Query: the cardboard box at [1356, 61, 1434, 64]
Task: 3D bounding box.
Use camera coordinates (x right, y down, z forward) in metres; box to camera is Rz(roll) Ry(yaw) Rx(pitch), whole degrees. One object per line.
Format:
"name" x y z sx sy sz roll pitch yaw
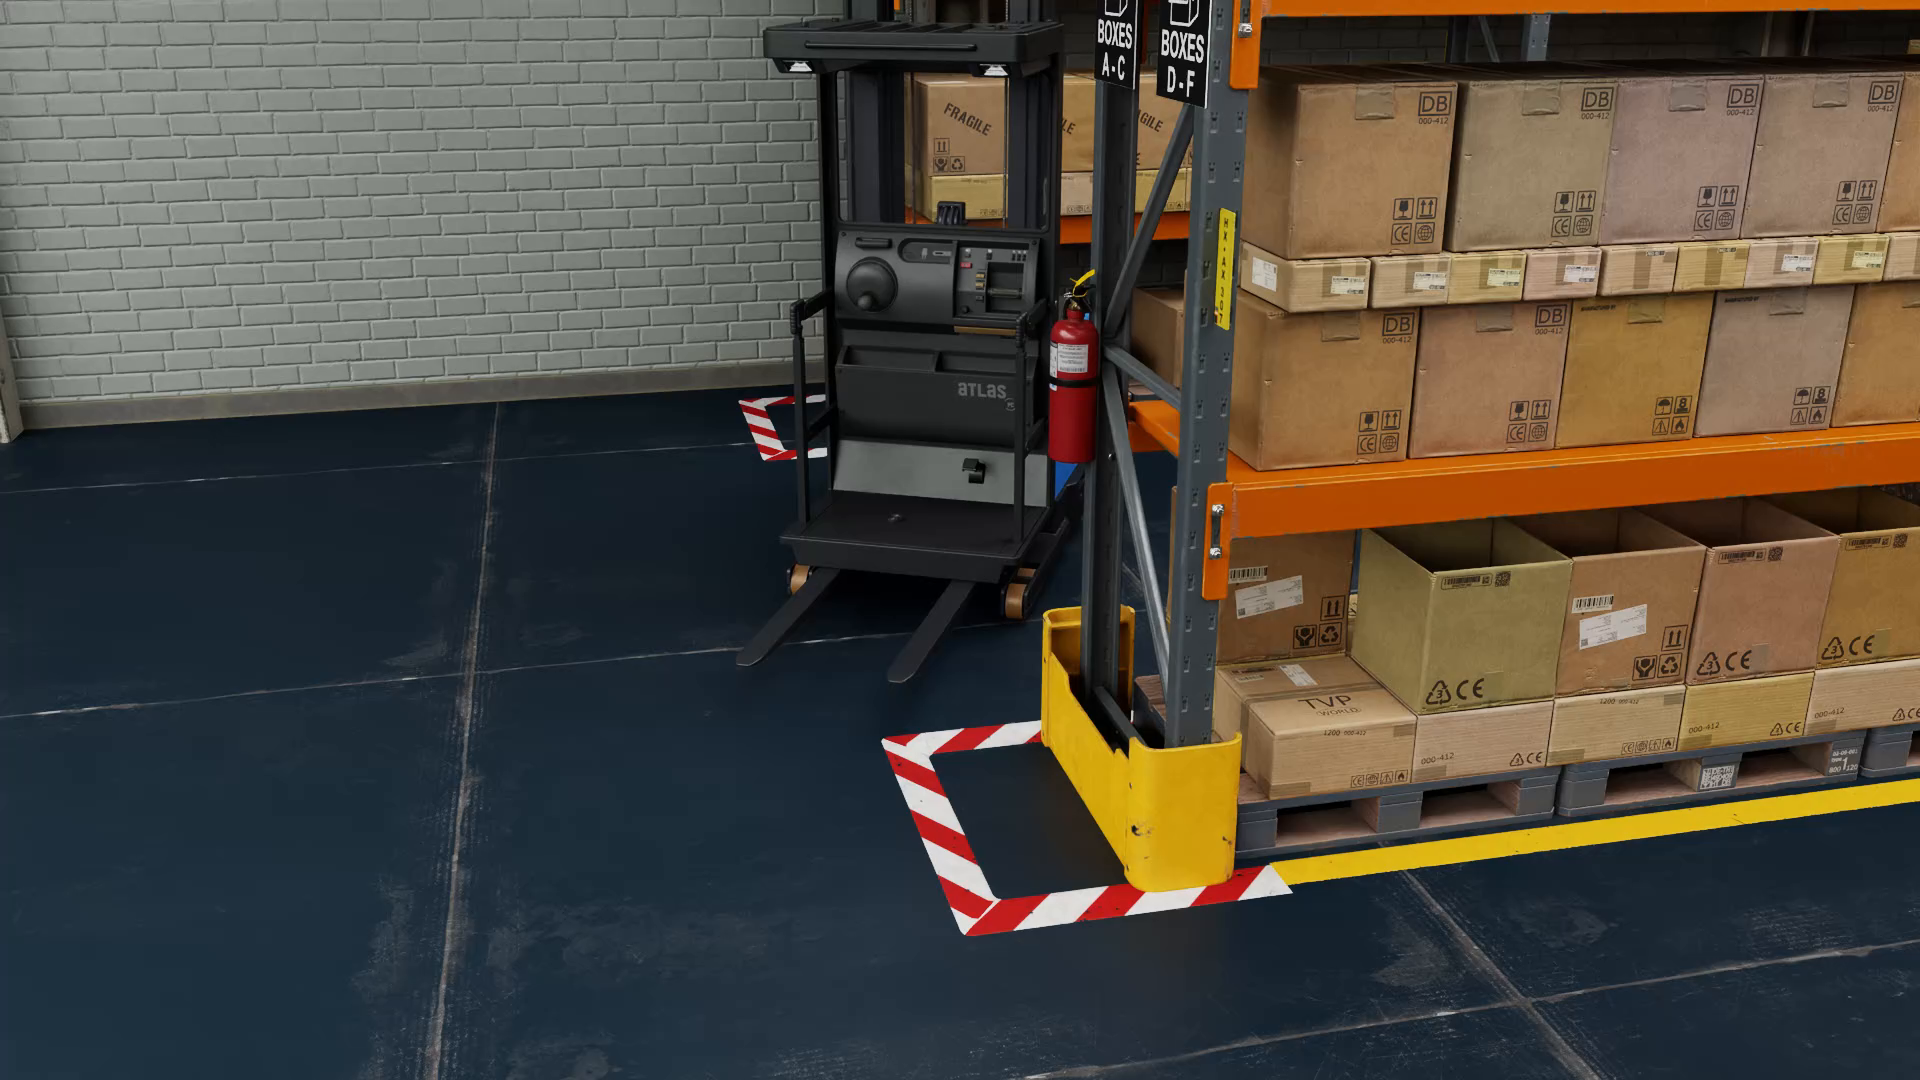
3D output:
"cardboard box" 2.861 -2.797 10.687 0.500 0.500 0.500 -5 21 -14

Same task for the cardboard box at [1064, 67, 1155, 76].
"cardboard box" 0.878 -2.635 10.245 0.500 0.500 0.500 -5 21 -14

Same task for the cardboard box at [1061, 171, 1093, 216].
"cardboard box" 0.523 -2.073 9.803 0.500 0.250 0.500 -5 21 -14

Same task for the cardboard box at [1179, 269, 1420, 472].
"cardboard box" 1.074 -0.578 5.386 0.500 0.500 0.700 -5 21 -12

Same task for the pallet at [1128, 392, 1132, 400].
"pallet" 0.346 -0.905 10.479 1.213 0.211 1.003 -5 21 -12

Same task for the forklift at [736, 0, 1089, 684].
"forklift" -0.157 -1.167 7.240 1.130 2.935 3.031 5 21 14

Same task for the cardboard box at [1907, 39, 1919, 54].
"cardboard box" 6.620 -3.280 11.179 0.250 0.149 0.380 -8 22 -22

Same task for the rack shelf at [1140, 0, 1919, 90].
"rack shelf" 2.563 -1.727 5.354 4.000 0.370 1.077 -5 21 -12

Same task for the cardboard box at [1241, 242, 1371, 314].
"cardboard box" 1.048 -0.809 5.073 0.250 0.149 0.380 -5 21 -13

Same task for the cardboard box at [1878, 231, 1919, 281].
"cardboard box" 3.058 -0.973 5.522 0.250 0.149 0.380 -4 21 -11

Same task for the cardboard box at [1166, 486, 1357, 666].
"cardboard box" 1.070 0.101 5.973 0.500 0.500 0.500 -5 21 -12

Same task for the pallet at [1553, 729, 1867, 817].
"pallet" 2.536 0.641 6.257 1.213 0.211 1.003 -5 21 -12

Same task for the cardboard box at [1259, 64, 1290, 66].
"cardboard box" 1.870 -2.719 10.476 0.500 0.500 0.500 -4 21 -11

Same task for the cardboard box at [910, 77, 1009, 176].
"cardboard box" 0.007 -2.384 9.562 0.500 0.500 0.500 -5 21 -12

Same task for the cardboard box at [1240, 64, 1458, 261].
"cardboard box" 1.126 -1.191 5.174 0.500 0.500 0.700 -5 21 -12

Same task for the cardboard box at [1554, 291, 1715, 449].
"cardboard box" 2.069 -0.658 5.606 0.500 0.500 0.700 -5 21 -12

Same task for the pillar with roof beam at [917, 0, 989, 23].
"pillar with roof beam" 0.946 -3.877 5.816 0.400 9.000 9.100 -5 21 -12

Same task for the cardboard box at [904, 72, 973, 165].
"cardboard box" -0.117 -2.556 10.029 0.500 0.500 0.500 -5 21 -13

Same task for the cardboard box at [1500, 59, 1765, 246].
"cardboard box" 2.127 -1.275 5.402 0.500 0.500 0.700 -5 21 -12

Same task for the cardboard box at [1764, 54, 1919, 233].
"cardboard box" 3.100 -1.354 5.618 0.500 0.500 0.700 -5 21 -12

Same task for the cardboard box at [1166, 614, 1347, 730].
"cardboard box" 1.071 0.454 6.100 0.500 0.250 0.500 -5 21 -12

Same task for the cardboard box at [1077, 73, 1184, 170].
"cardboard box" 0.995 -2.459 9.765 0.500 0.500 0.500 -5 21 -14

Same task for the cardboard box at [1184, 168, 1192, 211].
"cardboard box" 1.513 -2.151 10.014 0.500 0.250 0.500 -4 21 -12

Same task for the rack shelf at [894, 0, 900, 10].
"rack shelf" 1.420 -3.385 9.880 4.000 0.370 1.077 -5 21 -12

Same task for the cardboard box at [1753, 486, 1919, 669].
"cardboard box" 3.134 0.113 5.941 0.500 0.500 0.500 -5 21 -12

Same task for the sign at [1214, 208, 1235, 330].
"sign" 0.739 -0.756 4.643 0.005 0.325 0.100 -5 21 -12

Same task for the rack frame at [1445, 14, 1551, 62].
"rack frame" 3.366 -2.473 10.704 0.127 3.000 1.000 -5 21 -12

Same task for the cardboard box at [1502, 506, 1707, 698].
"cardboard box" 2.160 0.191 5.728 0.500 0.500 0.500 -5 21 -12

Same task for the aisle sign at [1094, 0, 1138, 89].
"aisle sign" 0.485 -1.812 5.121 0.004 0.787 0.394 -5 21 -12

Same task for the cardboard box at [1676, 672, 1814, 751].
"cardboard box" 2.650 0.509 5.950 0.500 0.250 0.500 -5 21 -12

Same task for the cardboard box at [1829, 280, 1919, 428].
"cardboard box" 3.078 -0.742 5.835 0.500 0.500 0.700 -4 21 -12

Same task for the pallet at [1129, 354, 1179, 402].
"pallet" 1.531 -1.001 10.739 1.213 0.211 1.003 -5 21 -12

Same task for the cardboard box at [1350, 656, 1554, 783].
"cardboard box" 1.676 0.587 5.739 0.500 0.250 0.500 -5 21 -12

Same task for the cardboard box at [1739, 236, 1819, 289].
"cardboard box" 2.544 -0.930 5.404 0.250 0.149 0.380 -4 21 -12

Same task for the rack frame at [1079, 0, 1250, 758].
"rack frame" 0.617 -0.498 5.314 0.127 3.000 1.000 -5 21 -12

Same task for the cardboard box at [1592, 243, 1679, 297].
"cardboard box" 2.053 -0.891 5.298 0.250 0.149 0.380 -5 21 -14

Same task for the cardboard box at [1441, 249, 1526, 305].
"cardboard box" 1.548 -0.850 5.185 0.250 0.149 0.380 -5 21 -12
